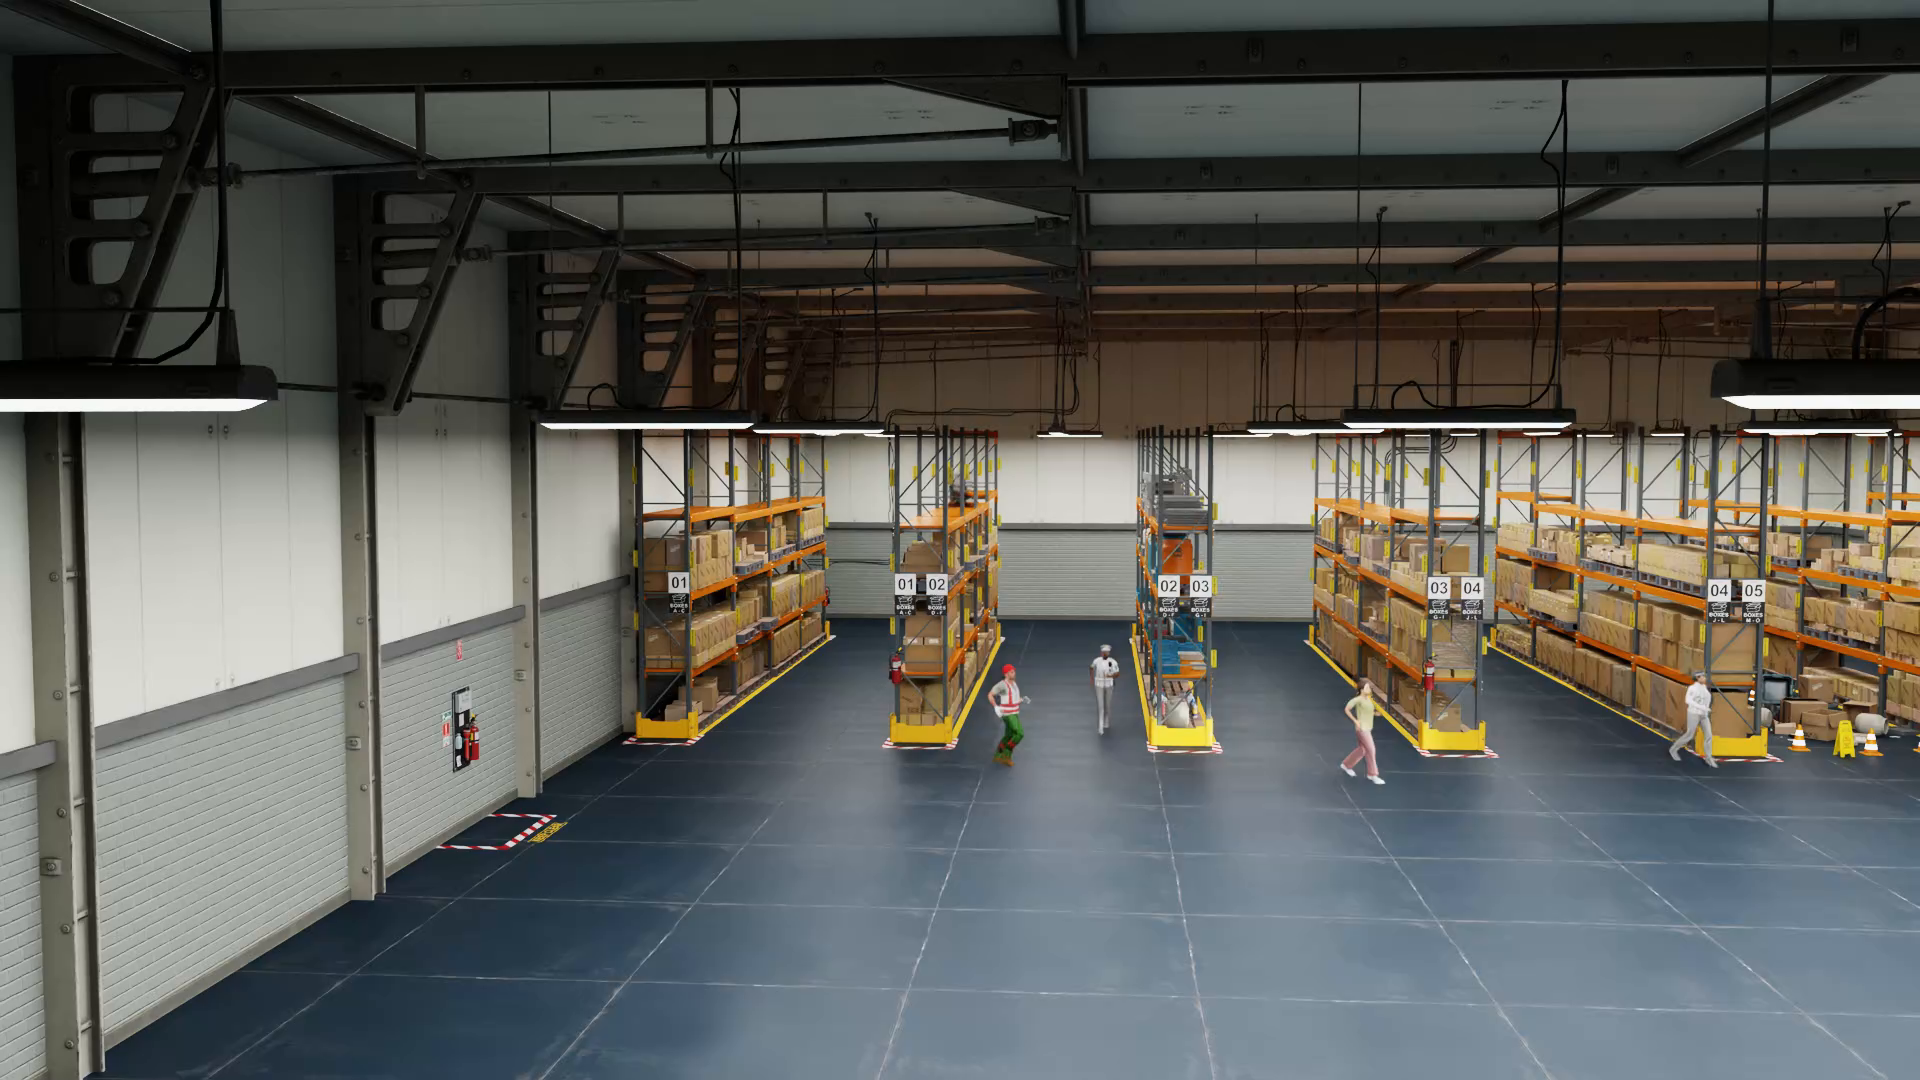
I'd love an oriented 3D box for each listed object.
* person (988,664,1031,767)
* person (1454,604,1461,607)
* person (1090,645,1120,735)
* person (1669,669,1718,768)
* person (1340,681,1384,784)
[{"bbox_3d":[0.893,3.074,29.151,0.708,1.783,0.648,2,4,26],"label":"person"},{"bbox_3d":[13.573,2.086,45.725,0.741,1.750,0.849,1,3,11],"label":"person"},{"bbox_3d":[2.840,2.902,32.638,0.570,1.731,0.809,0,3,1],"label":"person"},{"bbox_3d":[13.027,3.111,29.344,0.659,1.700,0.907,-2,4,-32],"label":"person"},{"bbox_3d":[6.752,3.199,27.888,0.827,1.691,0.572,3,4,36],"label":"person"}]
